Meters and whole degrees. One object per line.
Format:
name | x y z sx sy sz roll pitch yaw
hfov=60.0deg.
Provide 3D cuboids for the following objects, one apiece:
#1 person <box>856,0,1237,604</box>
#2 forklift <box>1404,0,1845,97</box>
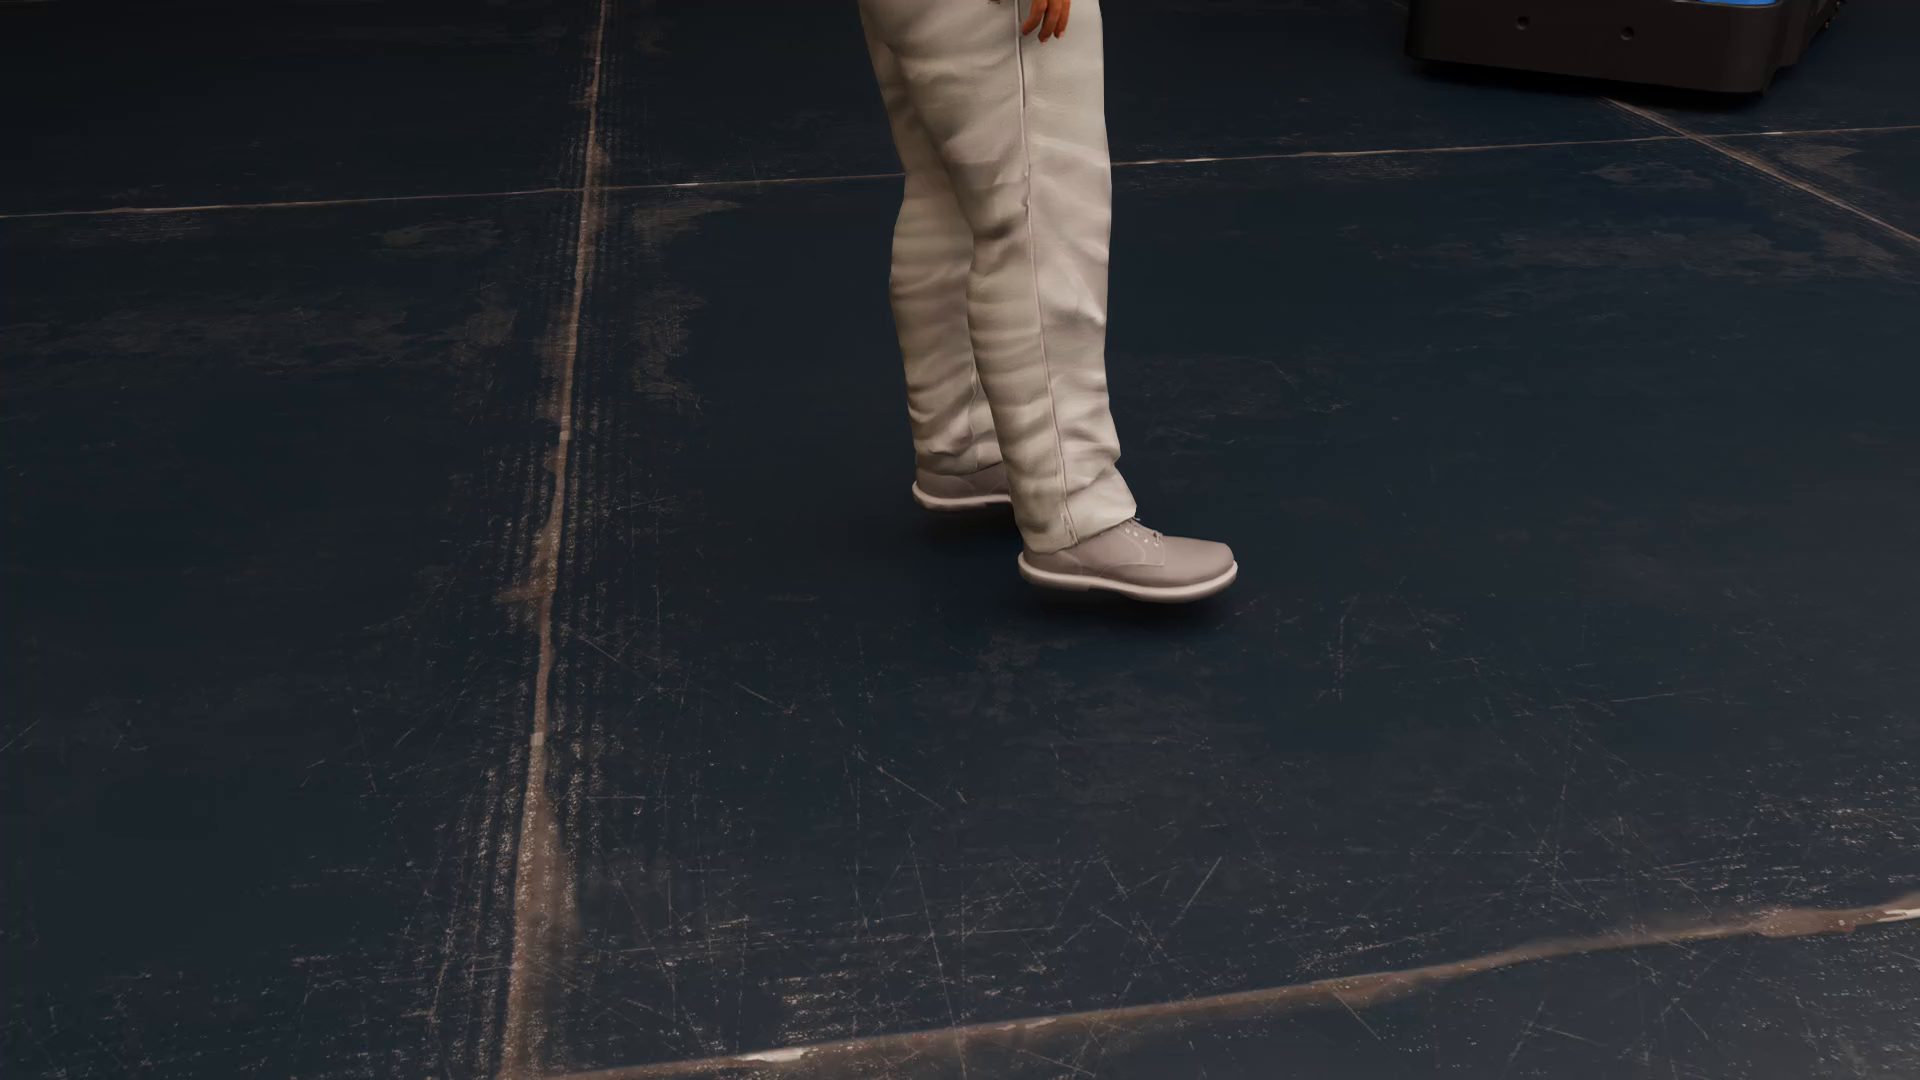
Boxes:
person | 0.079 -0.773 2.079 0.529 1.670 0.598 -5 28 -9
forklift | 2.597 -3.222 5.446 1.130 2.935 3.031 16 32 27
